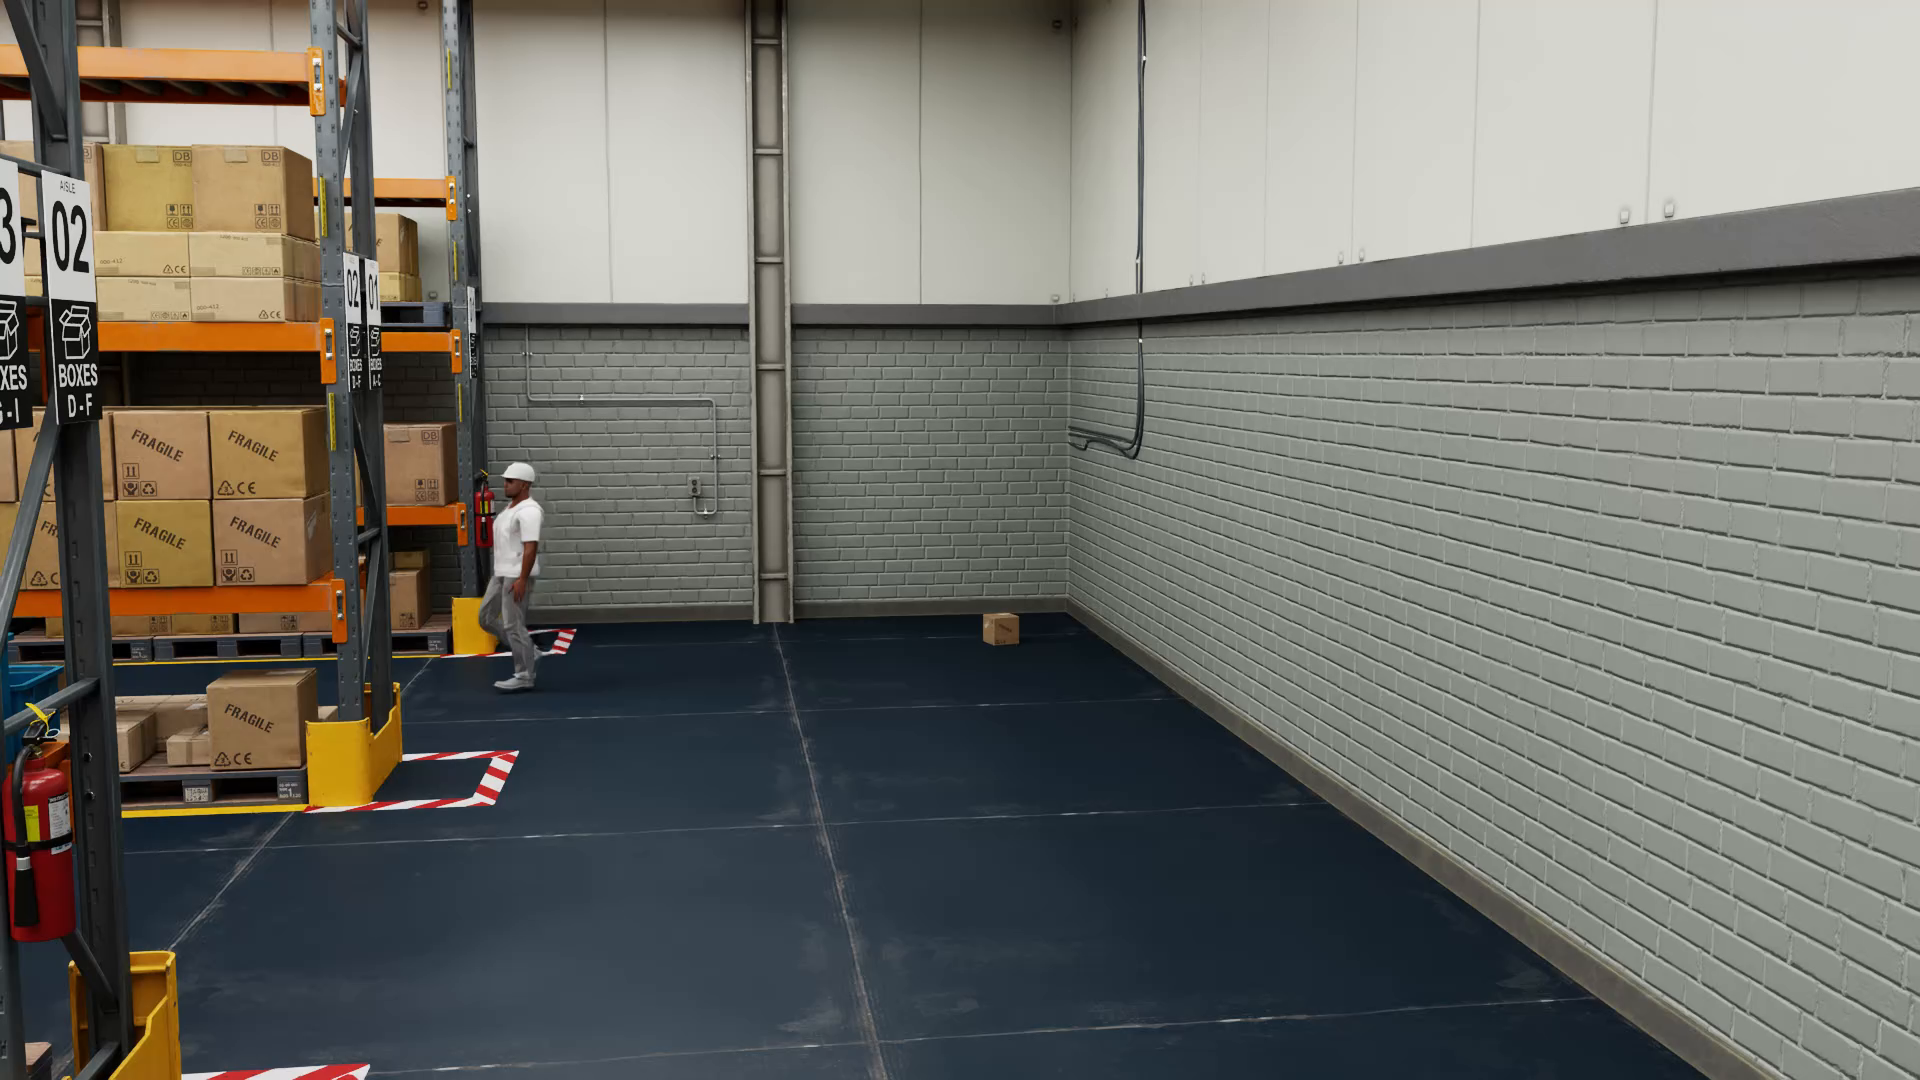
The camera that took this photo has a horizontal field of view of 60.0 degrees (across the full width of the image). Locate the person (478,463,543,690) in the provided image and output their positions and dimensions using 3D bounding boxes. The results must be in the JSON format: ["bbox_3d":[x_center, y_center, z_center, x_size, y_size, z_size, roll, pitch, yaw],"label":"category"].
[{"bbox_3d":[-3.481,0.279,12.917,0.484,1.756,0.597,-4,7,-30],"label":"person"}]
